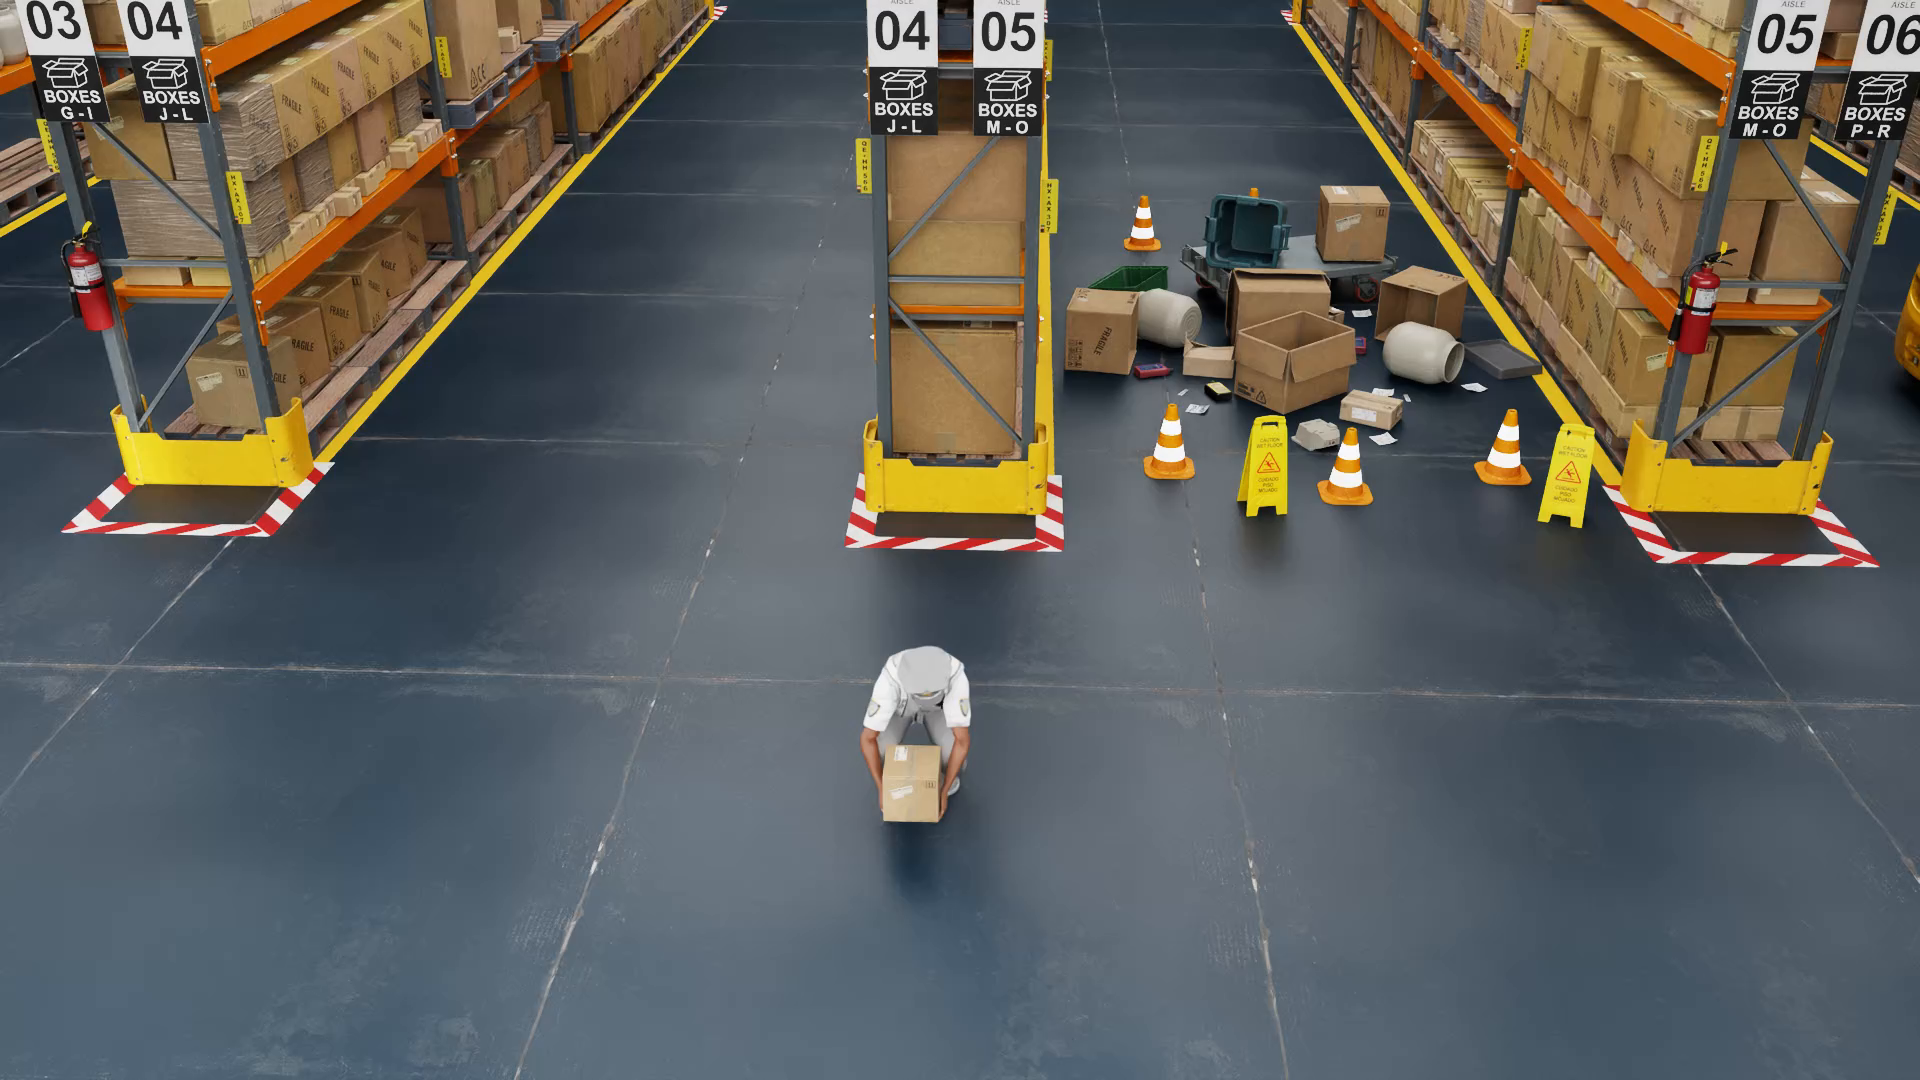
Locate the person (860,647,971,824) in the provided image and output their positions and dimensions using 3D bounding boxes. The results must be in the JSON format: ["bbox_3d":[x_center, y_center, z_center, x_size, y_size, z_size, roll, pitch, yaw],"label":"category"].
[{"bbox_3d":[-0.203,0.830,7.841,0.512,0.952,0.832,1,28,2],"label":"person"}]
